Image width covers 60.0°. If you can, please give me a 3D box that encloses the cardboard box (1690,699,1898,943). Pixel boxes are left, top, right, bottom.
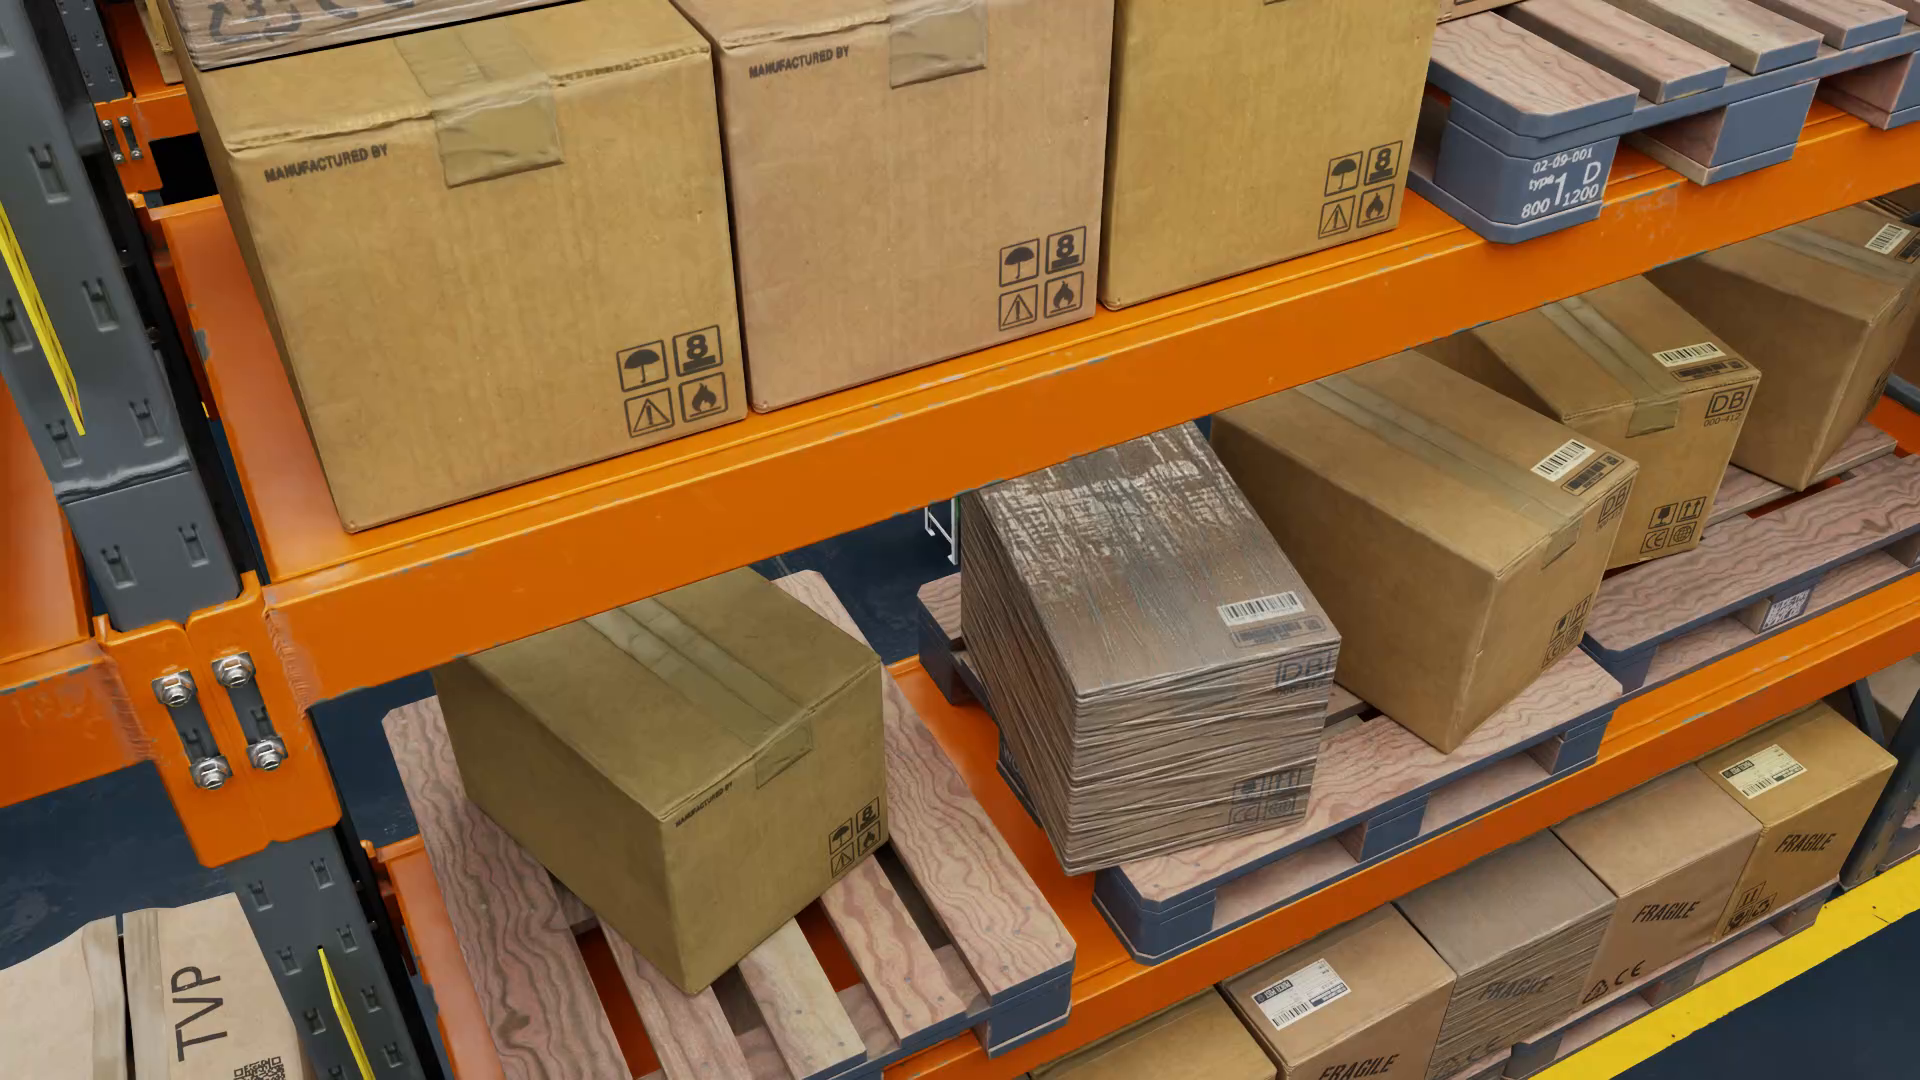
[{"bbox_3d":[2.176,0.710,4.684,0.500,0.500,0.500,-19,44,-21],"label":"cardboard box"}]

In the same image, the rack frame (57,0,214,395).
[{"bbox_3d":[-3.358,-2.031,6.328,0.127,3.000,1.000,-19,44,-21],"label":"rack frame"}]

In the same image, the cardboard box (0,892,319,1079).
[{"bbox_3d":[-1.409,0.924,2.906,0.500,0.311,0.500,-16,43,-18],"label":"cardboard box"}]

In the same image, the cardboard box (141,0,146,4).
[{"bbox_3d":[-3.061,-2.483,6.538,0.500,0.500,0.500,-18,44,-20],"label":"cardboard box"}]

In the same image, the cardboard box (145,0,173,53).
[{"bbox_3d":[-2.809,-2.189,6.191,0.500,0.500,0.500,-17,43,-19],"label":"cardboard box"}]

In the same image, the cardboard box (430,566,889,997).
[{"bbox_3d":[-0.560,0.355,3.106,0.700,0.500,0.500,31,49,31],"label":"cardboard box"}]

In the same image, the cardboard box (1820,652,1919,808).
[{"bbox_3d":[2.954,0.469,5.114,0.500,0.311,0.500,-19,44,-21],"label":"cardboard box"}]

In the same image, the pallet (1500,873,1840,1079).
[{"bbox_3d":[1.777,0.941,4.975,1.213,0.211,1.003,-19,44,-21],"label":"pallet"}]

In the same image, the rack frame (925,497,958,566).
[{"bbox_3d":[-0.070,-0.435,5.835,0.015,1.200,0.240,-19,44,-21],"label":"rack frame"}]

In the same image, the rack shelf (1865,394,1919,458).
[{"bbox_3d":[4.255,-0.710,5.324,4.000,0.370,1.077,-19,44,-21],"label":"rack shelf"}]

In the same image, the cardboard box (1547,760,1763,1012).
[{"bbox_3d":[1.734,0.853,4.515,0.500,0.500,0.500,-18,44,-20],"label":"cardboard box"}]

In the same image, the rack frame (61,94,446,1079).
[{"bbox_3d":[-1.066,0.806,2.976,0.127,3.000,1.000,-19,44,-21],"label":"rack frame"}]

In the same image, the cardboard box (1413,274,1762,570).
[{"bbox_3d":[1.377,-0.331,3.917,0.500,0.500,0.700,-12,42,-14],"label":"cardboard box"}]

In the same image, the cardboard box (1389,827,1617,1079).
[{"bbox_3d":[1.289,1.002,4.339,0.500,0.500,0.500,-18,43,-20],"label":"cardboard box"}]

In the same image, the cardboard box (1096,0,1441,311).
[{"bbox_3d":[0.219,-0.834,2.514,0.500,0.500,0.910,-19,44,-21],"label":"cardboard box"}]

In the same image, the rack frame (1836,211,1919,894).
[{"bbox_3d":[2.481,-0.388,4.386,0.127,3.000,1.000,-19,44,-21],"label":"rack frame"}]

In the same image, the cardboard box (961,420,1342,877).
[{"bbox_3d":[0.339,0.192,3.300,0.500,0.500,0.700,-11,41,-13],"label":"cardboard box"}]

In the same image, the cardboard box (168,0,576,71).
[{"bbox_3d":[-0.677,-0.885,1.801,0.500,0.500,0.500,-19,44,-21],"label":"cardboard box"}]

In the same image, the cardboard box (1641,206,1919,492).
[{"bbox_3d":[1.958,-0.573,4.203,0.700,0.500,0.500,31,49,31],"label":"cardboard box"}]

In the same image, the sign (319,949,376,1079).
[{"bbox_3d":[-0.807,0.681,2.227,0.005,0.325,0.100,-19,44,-21],"label":"sign"}]

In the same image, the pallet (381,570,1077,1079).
[{"bbox_3d":[-0.498,0.637,3.325,1.003,0.211,1.213,-19,44,-21],"label":"pallet"}]

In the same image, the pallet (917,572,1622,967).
[{"bbox_3d":[0.656,0.296,3.727,1.213,0.211,1.003,-19,44,-21],"label":"pallet"}]

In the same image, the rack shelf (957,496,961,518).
[{"bbox_3d":[0.147,-0.275,6.117,0.480,0.148,0.258,-19,44,-21],"label":"rack shelf"}]

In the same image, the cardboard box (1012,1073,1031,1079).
[{"bbox_3d":[-0.069,1.461,3.797,0.500,0.500,0.500,-20,44,-22],"label":"cardboard box"}]

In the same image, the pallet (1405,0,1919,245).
[{"bbox_3d":[0.952,-0.995,2.928,1.003,0.211,1.213,-19,44,-21],"label":"pallet"}]

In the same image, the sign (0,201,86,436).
[{"bbox_3d":[-0.817,-0.246,1.436,0.005,0.325,0.100,-19,44,-21],"label":"sign"}]

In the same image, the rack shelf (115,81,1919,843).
[{"bbox_3d":[0.707,-0.661,2.944,4.000,0.370,1.077,-19,44,-21],"label":"rack shelf"}]

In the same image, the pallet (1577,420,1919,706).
[{"bbox_3d":[1.722,-0.138,4.240,1.213,0.211,1.003,-19,44,-21],"label":"pallet"}]

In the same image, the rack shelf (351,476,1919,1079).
[{"bbox_3d":[0.707,0.484,3.914,4.000,0.370,1.077,-19,44,-21],"label":"rack shelf"}]

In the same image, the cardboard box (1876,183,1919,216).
[{"bbox_3d":[2.810,-1.107,4.385,0.500,0.500,0.500,-18,44,-20],"label":"cardboard box"}]

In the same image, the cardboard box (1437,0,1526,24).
[{"bbox_3d":[0.819,-1.261,2.617,0.600,0.600,0.600,-20,44,-22],"label":"cardboard box"}]

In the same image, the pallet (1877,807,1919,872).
[{"bbox_3d":[3.091,0.472,5.529,1.213,0.211,1.003,-19,44,-21],"label":"pallet"}]

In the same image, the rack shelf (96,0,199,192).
[{"bbox_3d":[-1.584,-2.354,7.266,4.000,0.370,1.077,-19,44,-21],"label":"rack shelf"}]

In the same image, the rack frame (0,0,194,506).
[{"bbox_3d":[-1.066,-1.484,1.038,0.127,3.000,1.000,-19,44,-21],"label":"rack frame"}]

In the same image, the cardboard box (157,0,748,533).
[{"bbox_3d":[-0.695,-0.526,2.151,0.500,0.500,0.910,-19,44,-21],"label":"cardboard box"}]

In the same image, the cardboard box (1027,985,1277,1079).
[{"bbox_3d":[0.378,1.314,3.970,0.500,0.500,0.500,-19,44,-21],"label":"cardboard box"}]

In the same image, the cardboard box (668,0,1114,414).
[{"bbox_3d":[-0.243,-0.679,2.331,0.500,0.500,0.910,-19,44,-21],"label":"cardboard box"}]

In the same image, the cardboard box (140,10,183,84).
[{"bbox_3d":[-2.959,-1.909,6.362,0.250,0.149,0.380,-19,44,-21],"label":"cardboard box"}]

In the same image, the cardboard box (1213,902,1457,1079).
[{"bbox_3d":[0.839,1.155,4.158,0.500,0.500,0.500,-20,44,-22],"label":"cardboard box"}]

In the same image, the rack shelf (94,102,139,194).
[{"bbox_3d":[-5.132,-1.160,5.855,4.000,0.370,1.077,-19,44,-21],"label":"rack shelf"}]

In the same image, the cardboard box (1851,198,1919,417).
[{"bbox_3d":[2.806,-0.722,4.704,0.500,0.500,0.500,-18,43,-20],"label":"cardboard box"}]

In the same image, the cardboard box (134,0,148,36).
[{"bbox_3d":[-3.187,-2.187,6.691,0.250,0.149,0.380,-18,43,-20],"label":"cardboard box"}]

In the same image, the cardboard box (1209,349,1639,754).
[{"bbox_3d":[0.943,-0.023,3.554,0.500,0.500,0.700,-30,49,-31],"label":"cardboard box"}]

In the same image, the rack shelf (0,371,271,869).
[{"bbox_3d":[-2.840,0.533,1.534,4.000,0.370,1.077,-19,44,-21],"label":"rack shelf"}]

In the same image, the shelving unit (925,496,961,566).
[{"bbox_3d":[0.147,-0.507,5.921,0.503,1.200,0.258,-19,44,-21],"label":"shelving unit"}]

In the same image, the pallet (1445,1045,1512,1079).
[{"bbox_3d":[0.694,1.308,4.542,1.213,0.211,1.003,-19,44,-21],"label":"pallet"}]
